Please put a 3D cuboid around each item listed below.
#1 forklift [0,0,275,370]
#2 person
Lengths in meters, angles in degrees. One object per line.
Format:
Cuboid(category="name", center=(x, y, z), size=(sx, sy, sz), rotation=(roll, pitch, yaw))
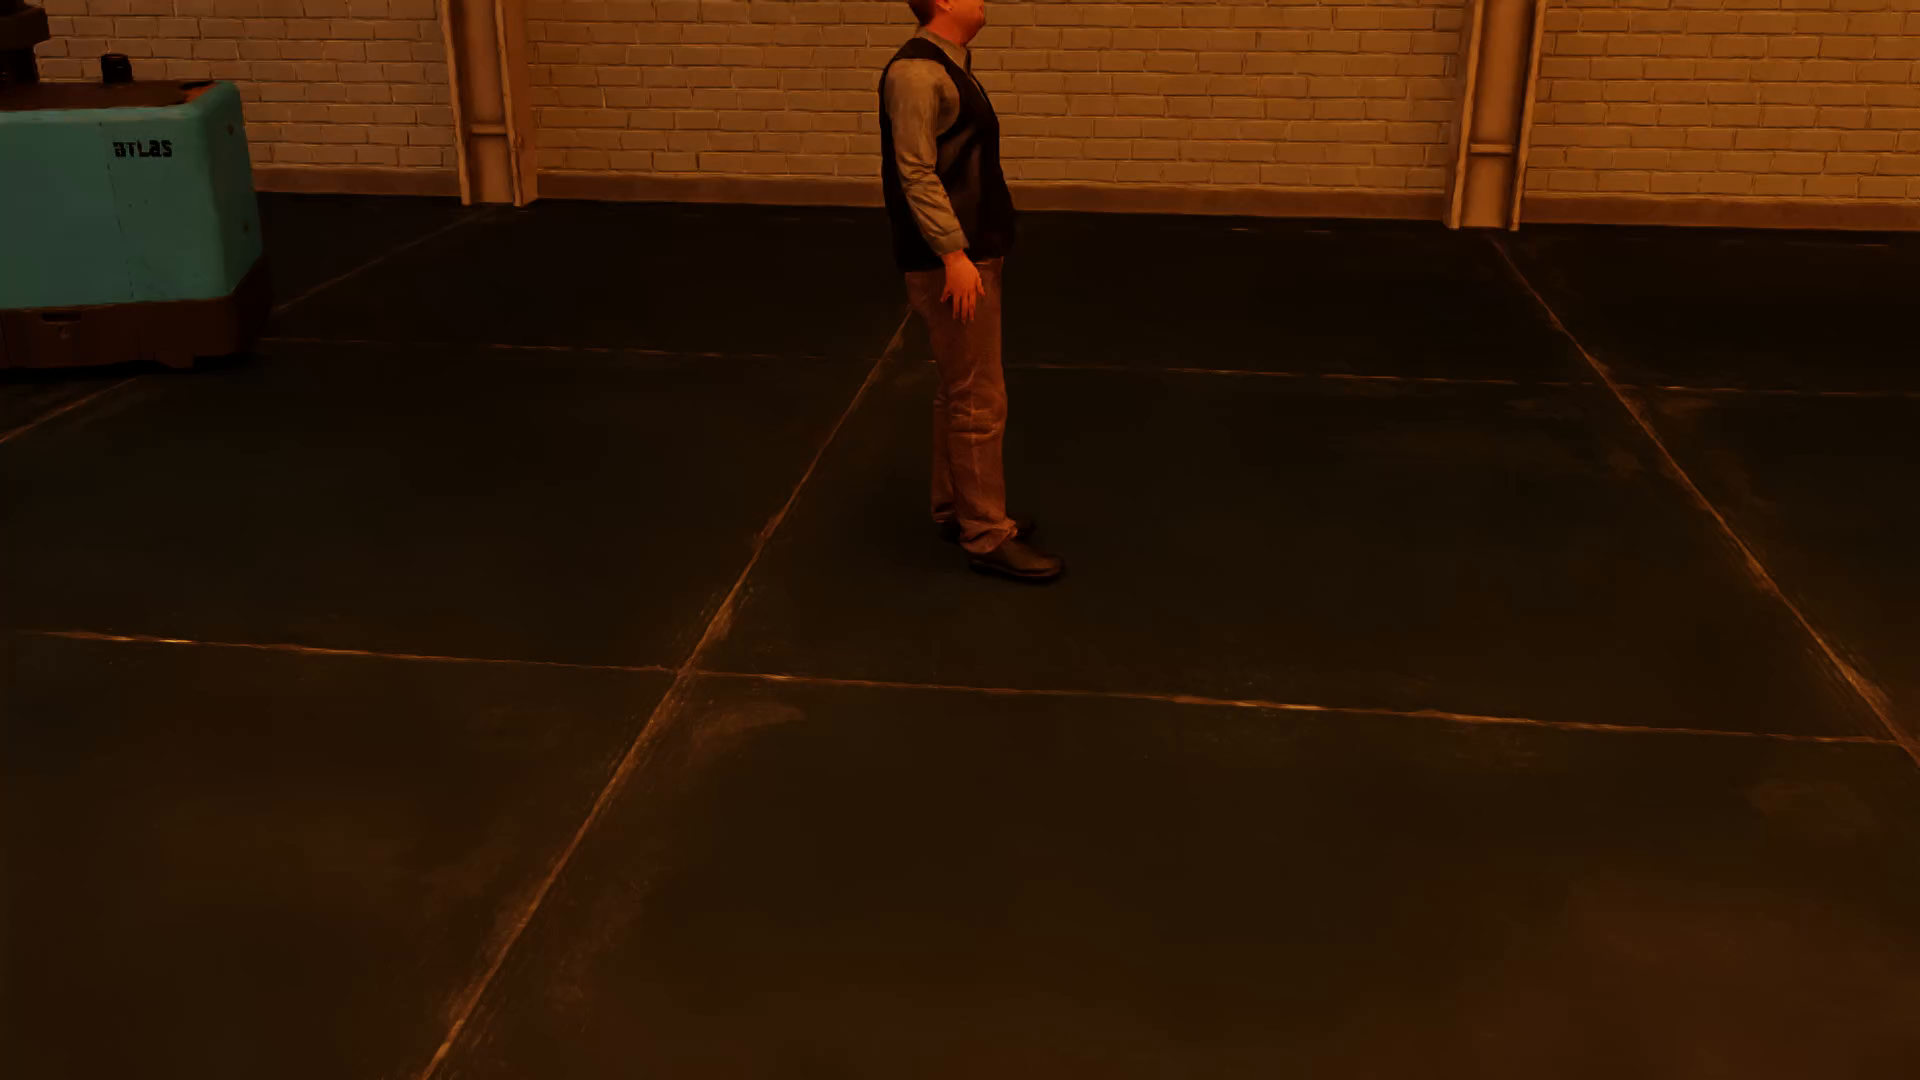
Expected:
Cuboid(category="forklift", center=(-4.574, -2.126, 6.534), size=(3.031, 2.935, 1.130), rotation=(-5, 22, -12))
Cuboid(category="person", center=(0.061, -0.799, 4.838), size=(0.567, 1.720, 0.632), rotation=(3, 22, 7))
